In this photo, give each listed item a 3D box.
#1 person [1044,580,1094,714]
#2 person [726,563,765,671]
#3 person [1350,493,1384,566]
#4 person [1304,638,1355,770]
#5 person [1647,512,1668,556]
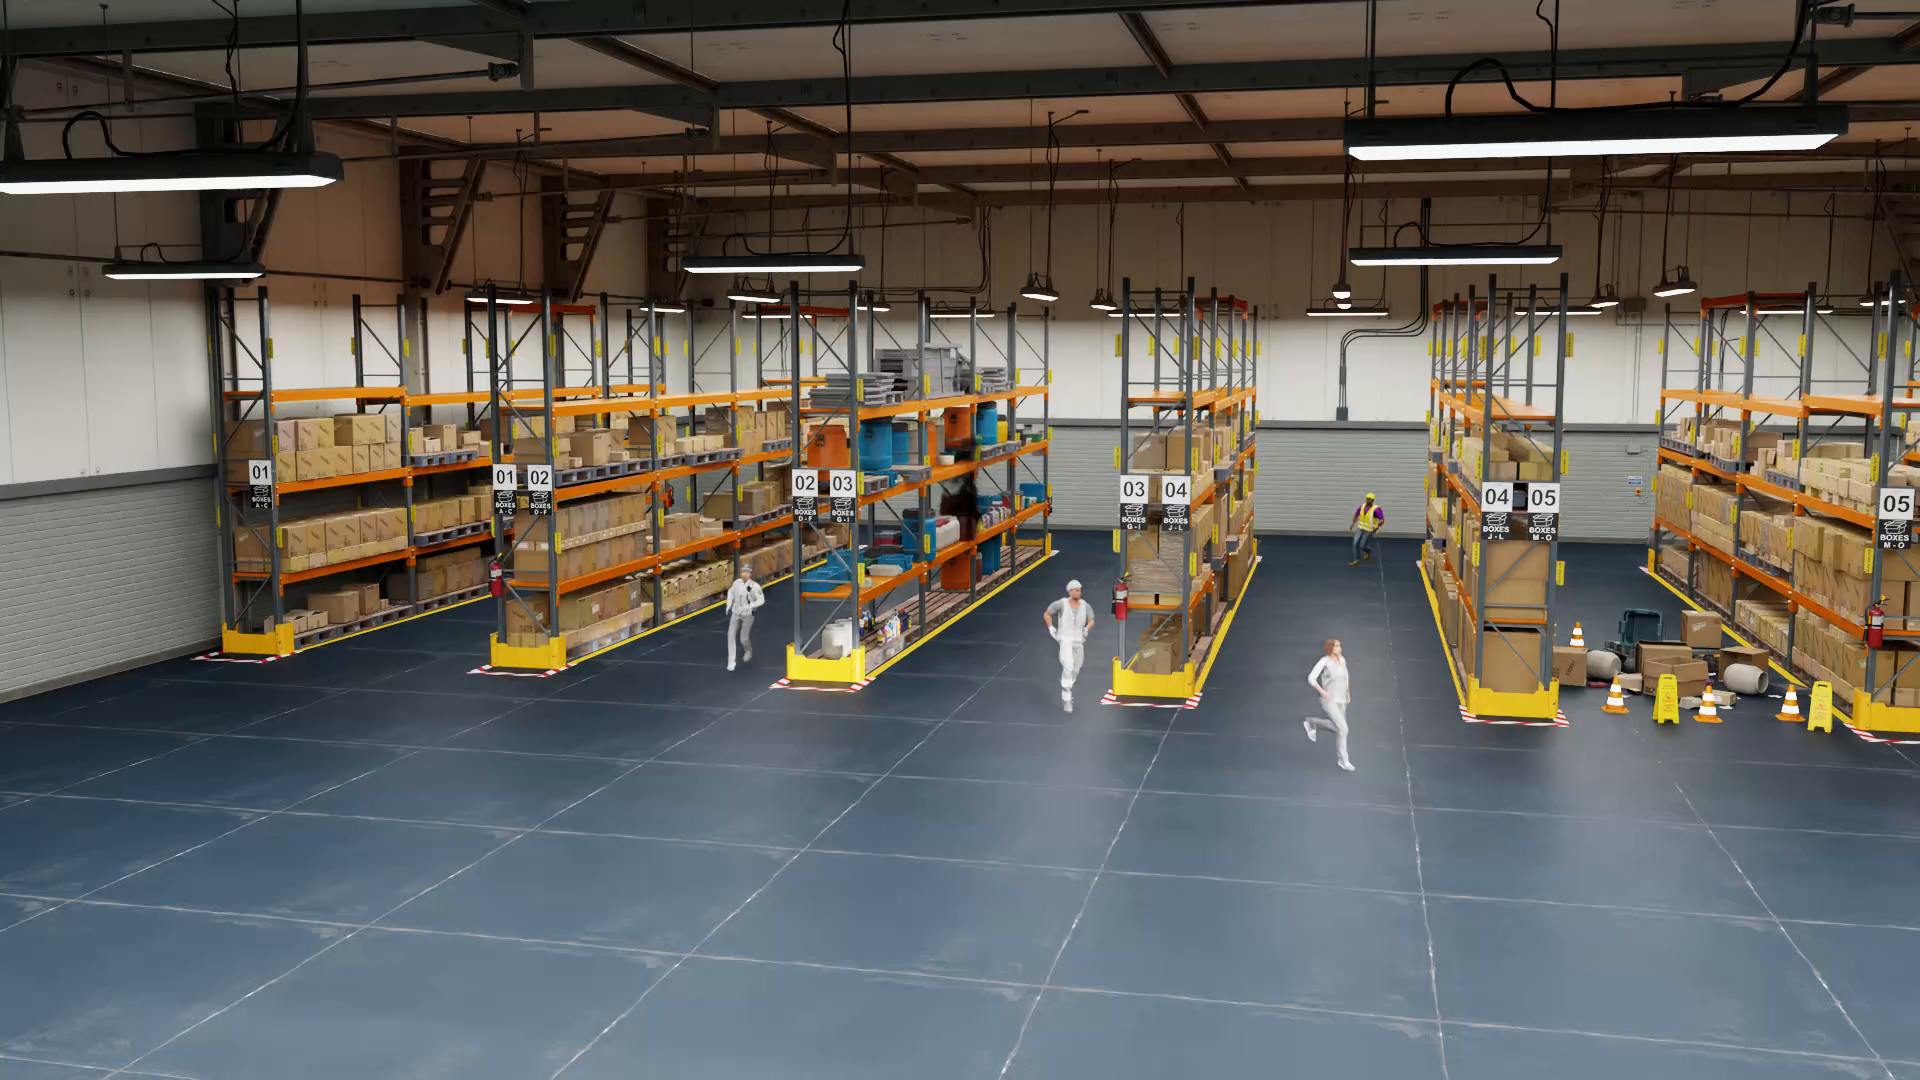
[{"bbox_3d":[1.566,1.461,23.237,0.666,1.822,0.784,-2,7,-18],"label":"person"},{"bbox_3d":[-3.370,1.208,26.166,0.669,1.736,0.762,2,7,16],"label":"person"},{"bbox_3d":[9.421,-0.244,38.442,0.746,1.704,0.560,6,9,44],"label":"person"},{"bbox_3d":[4.457,1.953,20.083,0.530,1.573,0.831,-5,8,-38],"label":"person"},{"bbox_3d":[16.207,-0.264,38.518,0.518,1.735,0.697,5,8,36],"label":"person"}]
